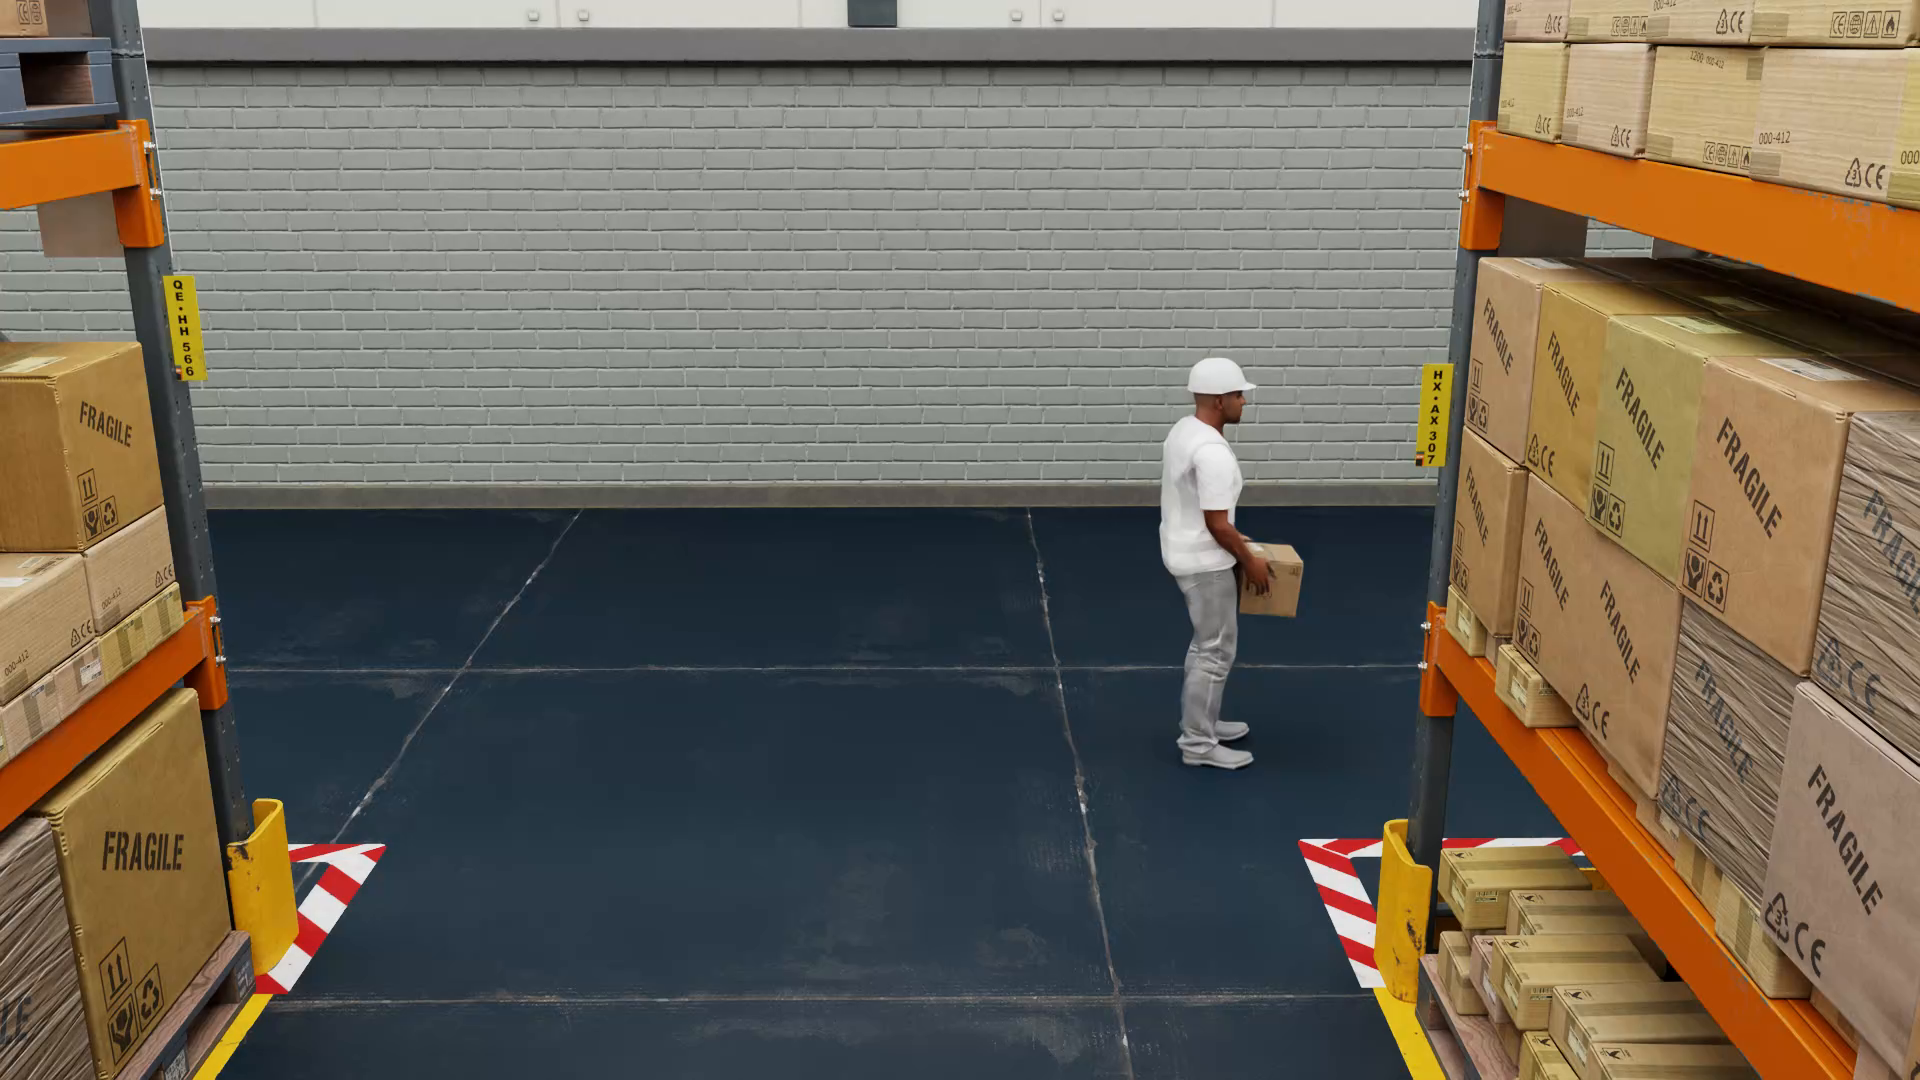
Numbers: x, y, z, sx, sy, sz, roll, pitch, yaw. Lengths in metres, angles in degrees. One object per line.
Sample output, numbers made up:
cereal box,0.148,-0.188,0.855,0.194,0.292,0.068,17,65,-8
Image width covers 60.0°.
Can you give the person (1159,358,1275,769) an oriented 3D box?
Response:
person,1.101,0.088,7.216,0.470,1.767,0.572,-1,17,-2
